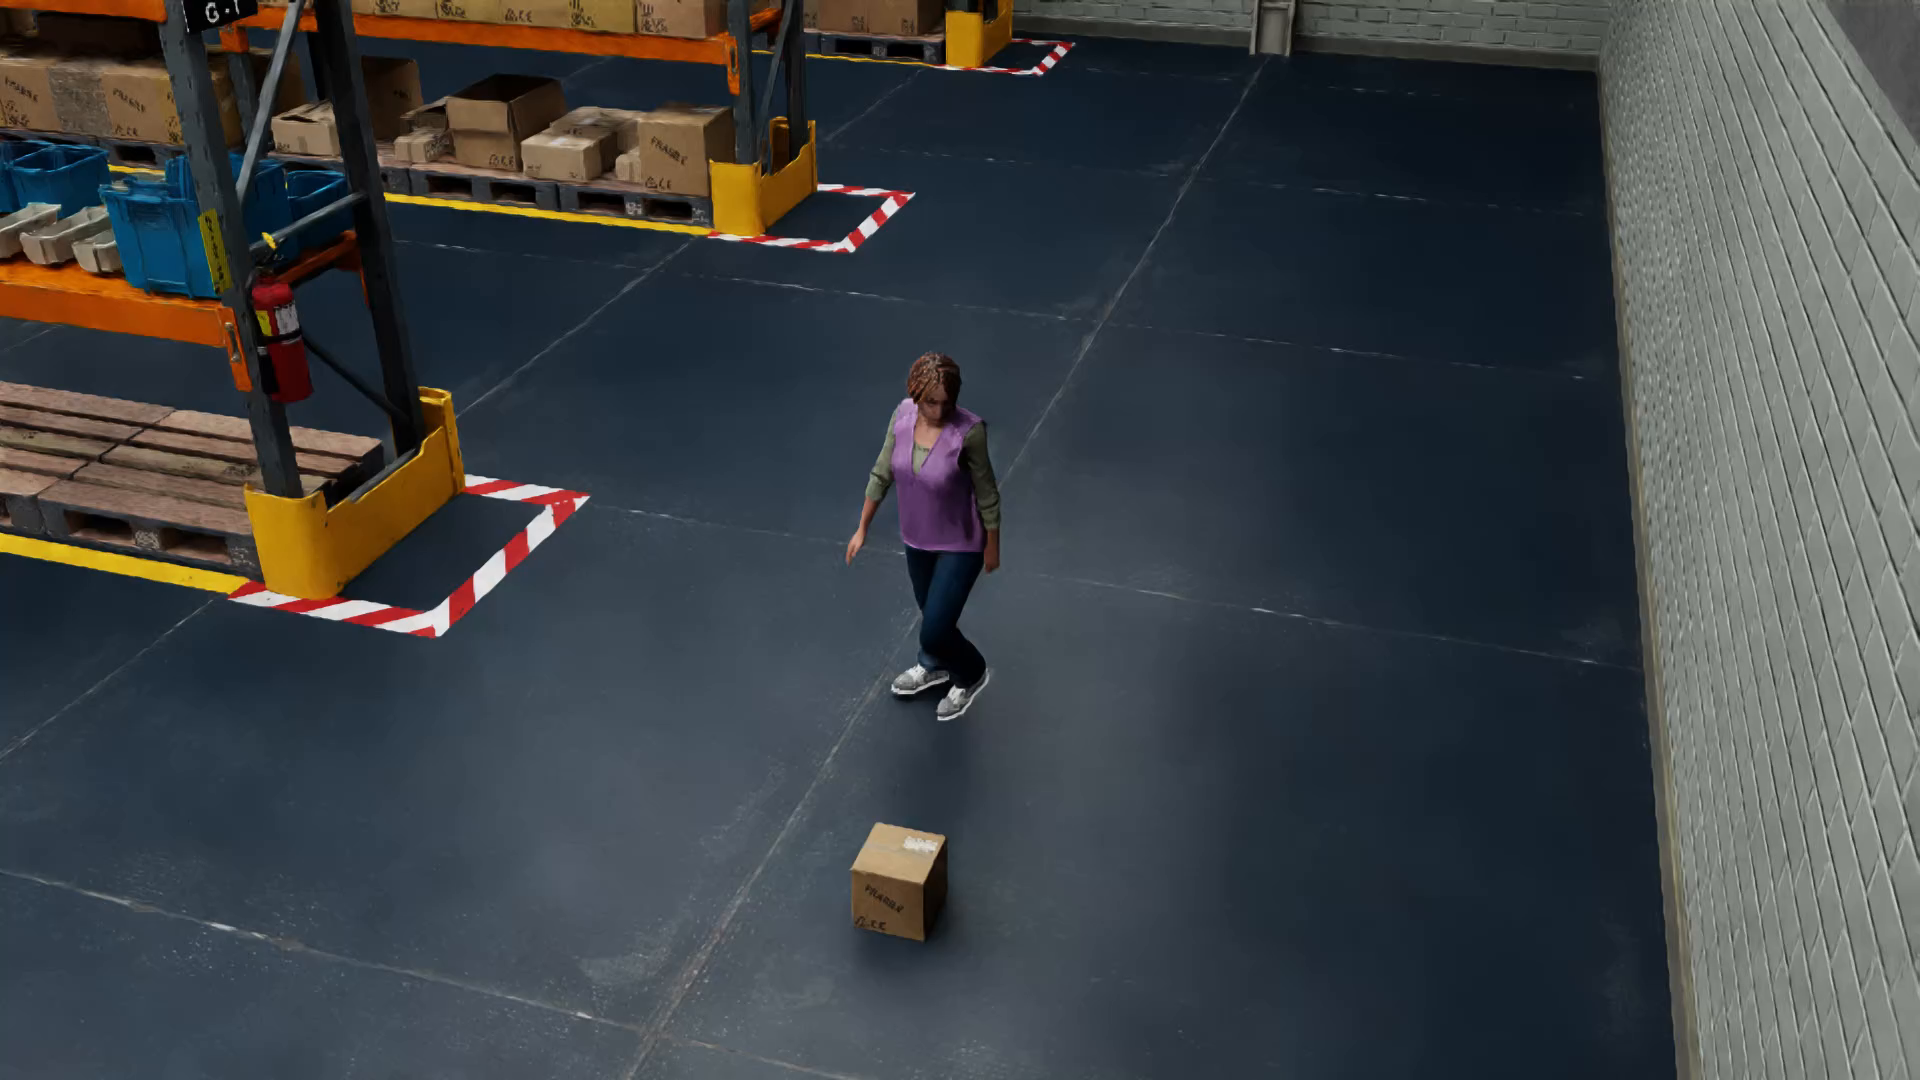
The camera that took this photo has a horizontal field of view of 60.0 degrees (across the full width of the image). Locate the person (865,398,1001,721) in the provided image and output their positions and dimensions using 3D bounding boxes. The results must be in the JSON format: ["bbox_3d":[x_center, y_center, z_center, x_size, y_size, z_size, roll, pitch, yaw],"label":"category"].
[{"bbox_3d":[-0.078,0.083,6.201,0.484,1.353,0.465,24,37,36],"label":"person"}]
